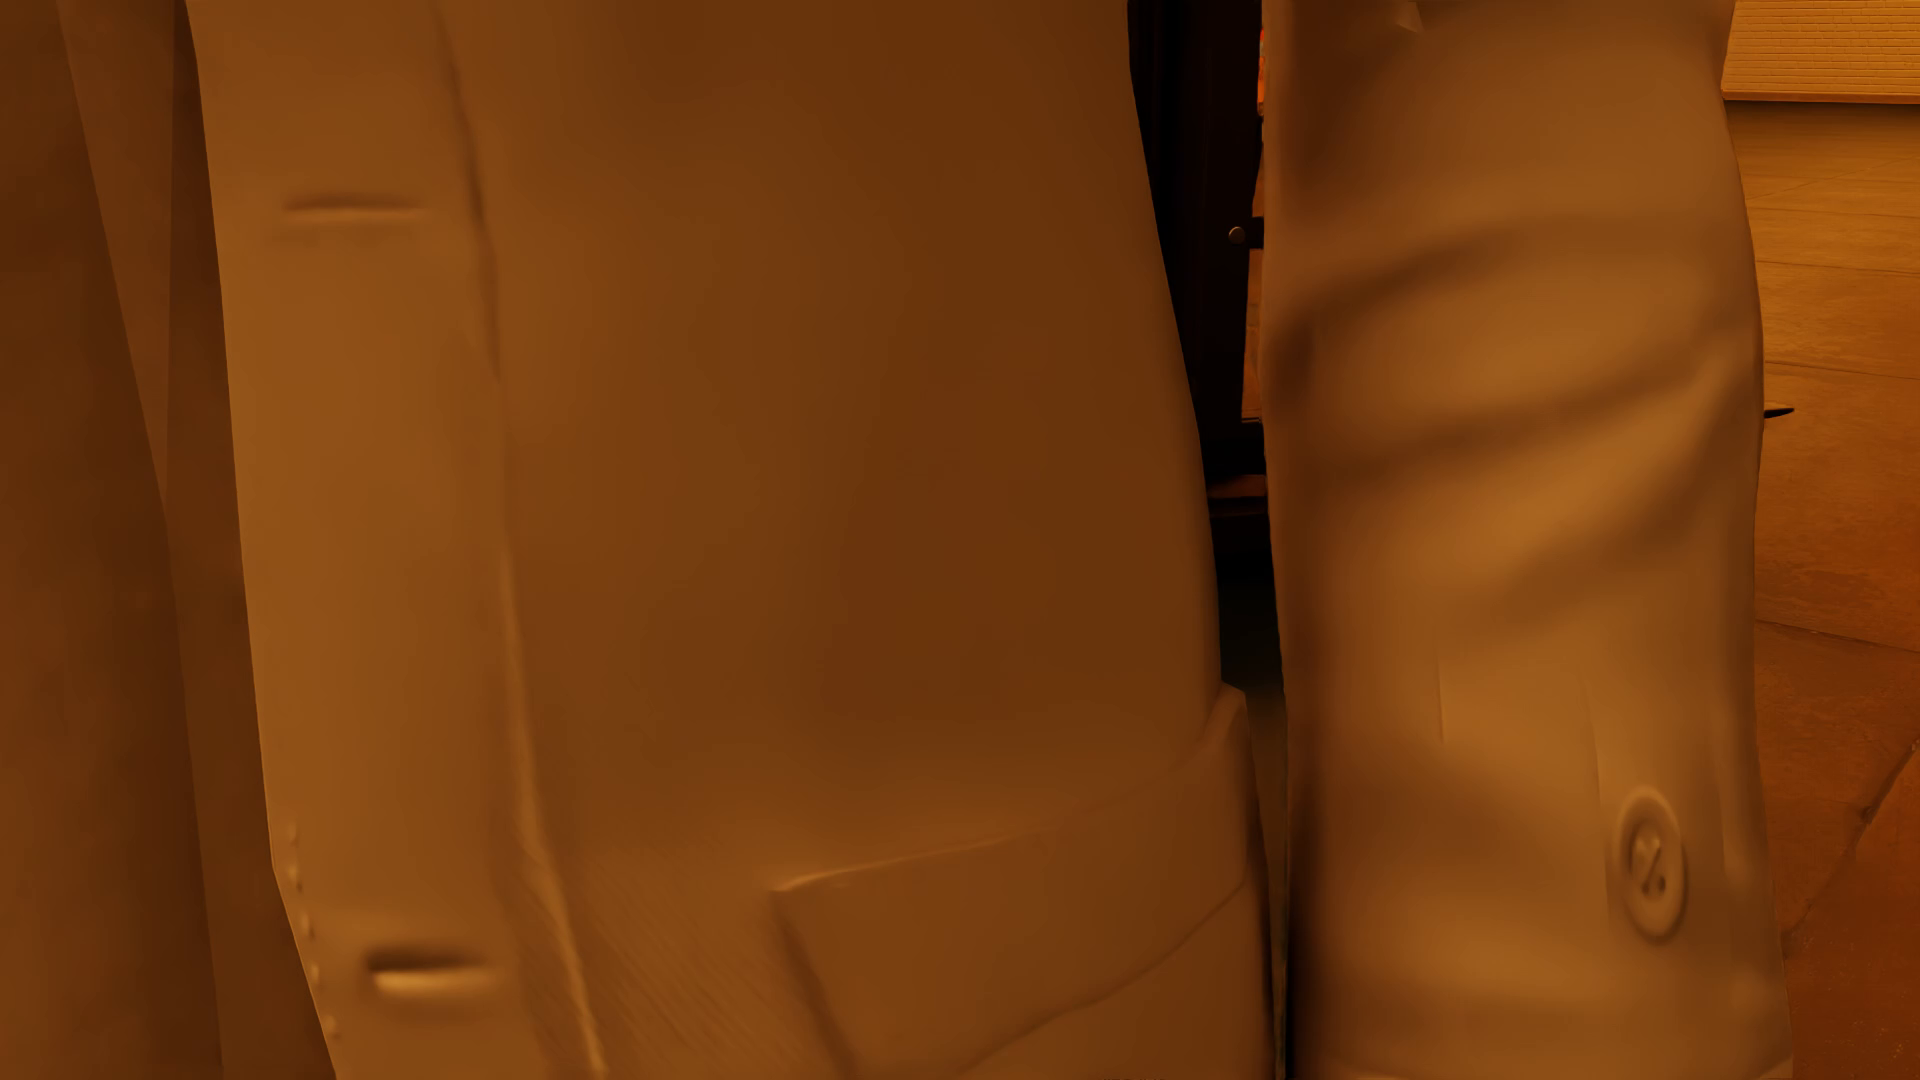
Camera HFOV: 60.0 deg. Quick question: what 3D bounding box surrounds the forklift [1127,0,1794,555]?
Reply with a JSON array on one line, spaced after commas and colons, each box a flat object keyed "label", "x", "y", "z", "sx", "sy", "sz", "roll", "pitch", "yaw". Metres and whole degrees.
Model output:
[{"label": "forklift", "x": 0.612, "y": -1.476, "z": 3.760, "sx": 3.031, "sy": 2.935, "sz": 1.130, "roll": -6, "pitch": 18, "yaw": -18}]
